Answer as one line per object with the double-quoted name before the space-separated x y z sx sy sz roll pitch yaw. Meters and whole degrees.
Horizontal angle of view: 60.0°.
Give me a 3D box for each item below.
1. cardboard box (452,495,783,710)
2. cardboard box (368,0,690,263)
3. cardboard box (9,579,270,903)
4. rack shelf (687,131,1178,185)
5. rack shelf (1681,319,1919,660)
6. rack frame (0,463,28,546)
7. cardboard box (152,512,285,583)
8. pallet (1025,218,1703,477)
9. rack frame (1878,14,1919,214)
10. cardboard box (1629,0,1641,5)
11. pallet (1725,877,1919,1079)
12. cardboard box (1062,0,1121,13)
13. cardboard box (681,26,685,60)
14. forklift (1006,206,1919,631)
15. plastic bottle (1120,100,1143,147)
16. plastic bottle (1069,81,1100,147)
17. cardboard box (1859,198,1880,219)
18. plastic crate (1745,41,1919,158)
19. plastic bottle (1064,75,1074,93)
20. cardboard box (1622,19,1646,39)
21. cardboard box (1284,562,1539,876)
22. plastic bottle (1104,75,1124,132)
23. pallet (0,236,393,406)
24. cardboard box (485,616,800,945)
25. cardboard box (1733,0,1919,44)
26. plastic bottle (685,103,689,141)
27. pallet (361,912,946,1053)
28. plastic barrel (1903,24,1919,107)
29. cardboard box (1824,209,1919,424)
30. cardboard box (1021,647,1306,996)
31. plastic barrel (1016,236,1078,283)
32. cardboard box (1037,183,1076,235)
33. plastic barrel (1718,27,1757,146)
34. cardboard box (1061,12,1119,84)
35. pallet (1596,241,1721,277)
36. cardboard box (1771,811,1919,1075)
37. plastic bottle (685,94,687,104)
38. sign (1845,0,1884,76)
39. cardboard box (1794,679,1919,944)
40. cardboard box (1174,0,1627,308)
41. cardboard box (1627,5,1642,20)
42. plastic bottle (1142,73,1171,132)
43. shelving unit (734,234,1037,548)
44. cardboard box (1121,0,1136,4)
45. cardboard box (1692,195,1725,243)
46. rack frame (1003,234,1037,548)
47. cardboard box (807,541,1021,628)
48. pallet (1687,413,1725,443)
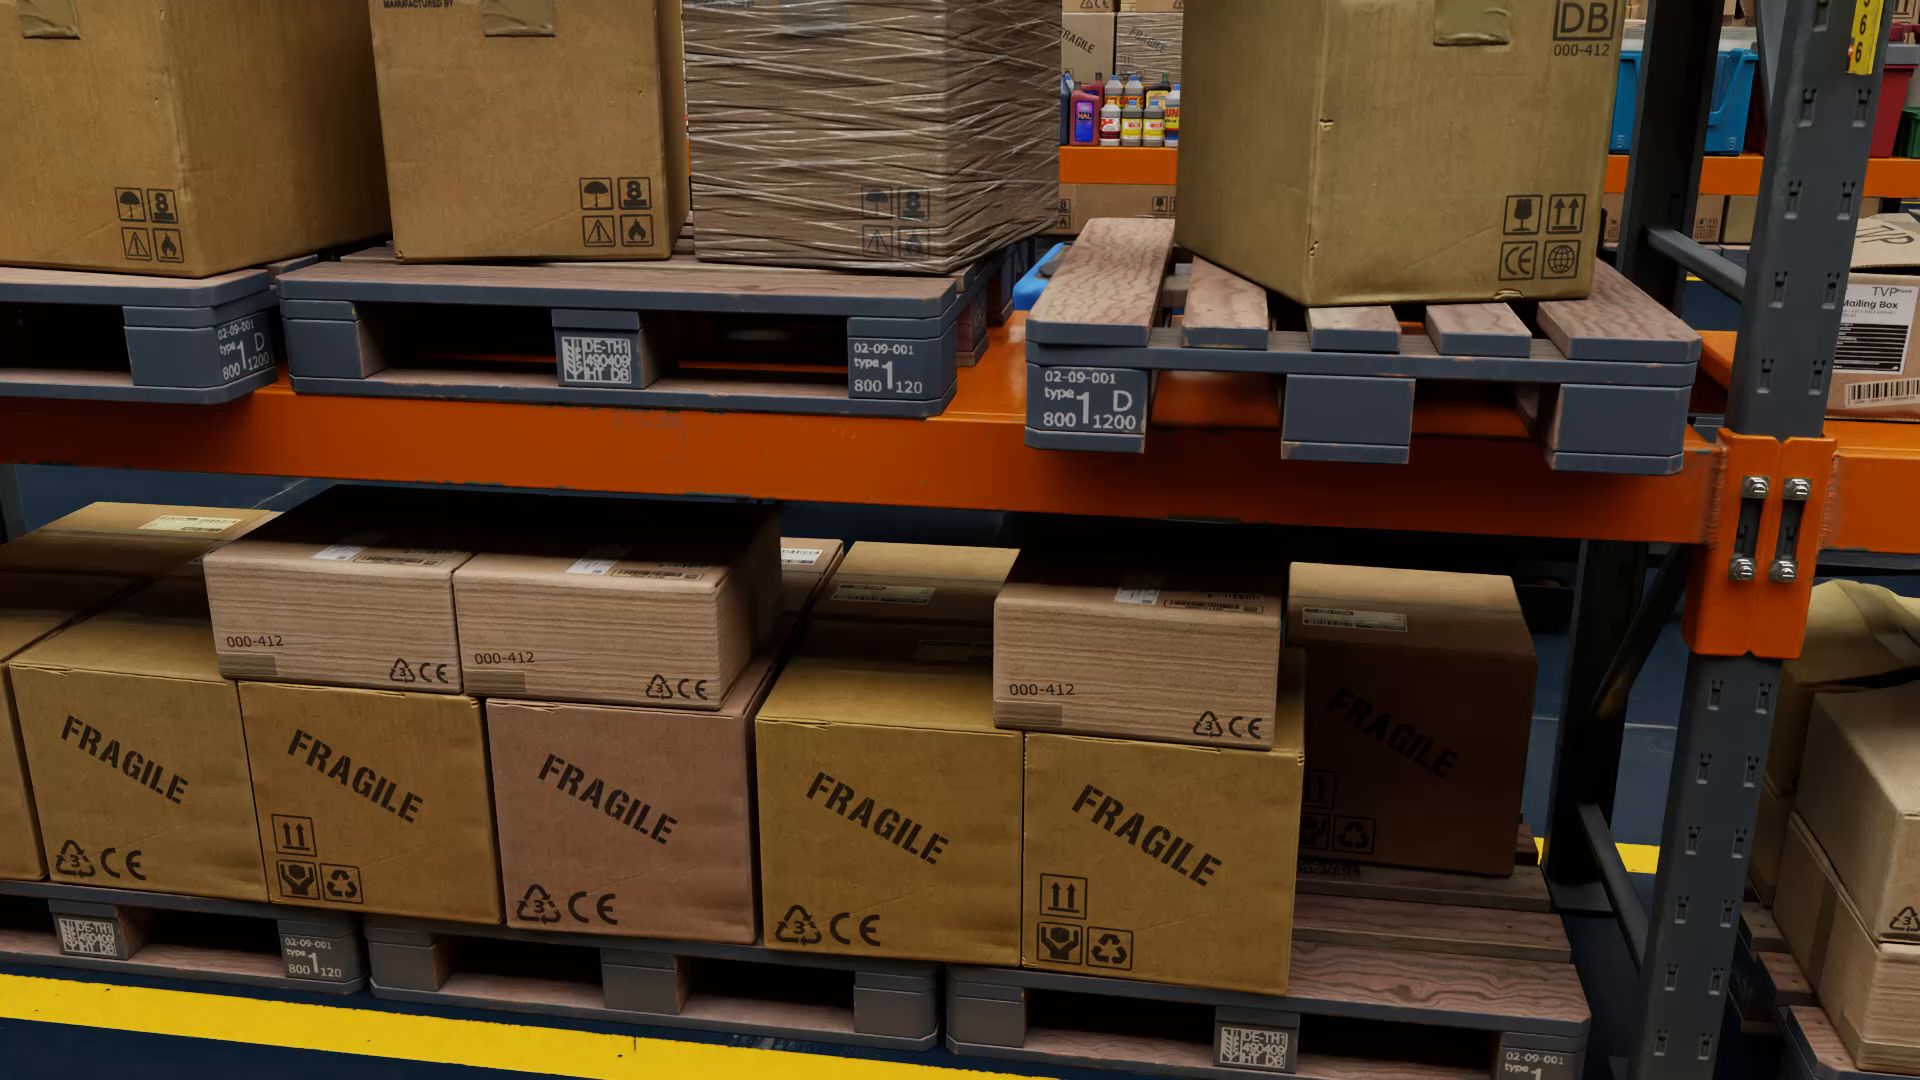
"cardboard box" -0.658 0.111 3.309 0.500 0.250 0.500 3 19 8
"cardboard box" -0.825 -0.864 3.337 0.500 0.500 0.700 -2 19 -5
"cardboard box" -1.612 0.414 3.584 0.500 0.500 0.500 3 19 9
"rack shelf" 0.185 -1.796 8.078 4.000 0.370 1.077 3 19 9
"rack shelf" 3.345 -0.043 2.839 4.000 0.370 1.077 3 19 9
"rack frame" -2.579 -0.687 3.628 0.127 3.000 1.000 3 19 9
"cardboard box" -1.560 0.253 4.066 0.500 0.500 0.500 3 19 9
"pallet" 0.690 -0.406 3.093 1.003 0.211 1.213 3 19 9
"rack frame" 6.894 -3.387 11.699 0.127 3.000 1.000 3 19 9
"cardboard box" 6.781 -5.506 16.298 0.500 0.500 0.700 3 19 8
"pallet" 2.177 0.891 3.308 1.213 0.211 1.003 3 19 9
"cardboard box" 0.919 -4.219 12.446 0.637 0.503 0.797 4 19 10
"cardboard box" -1.993 -3.825 12.775 0.500 0.250 0.500 3 19 10
"forklift" 1.730 -1.277 5.501 3.031 2.935 1.130 4 19 11
"plastic bottle" 0.777 -1.882 7.513 0.097 0.201 0.097 0 18 0
"plastic bottle" 0.564 -1.926 7.515 0.133 0.283 0.061 3 19 9
"cardboard box" 6.291 -2.448 12.139 0.500 0.500 0.700 1 19 4
"plastic crate" 3.706 -1.890 7.124 0.583 0.464 0.402 3 19 9
"plastic bottle" 0.533 -2.171 8.268 0.097 0.271 0.097 0 18 0
"cardboard box" 4.563 -3.560 11.791 0.500 0.250 0.500 2 19 7
"cardboard box" 0.966 0.379 3.689 0.500 0.500 0.500 4 19 11
"plastic bottle" 0.761 -2.160 8.234 0.097 0.271 0.097 0 18 0
"pallet" -1.808 -0.521 3.436 1.213 0.211 1.003 3 19 9
"cardboard box" -0.621 0.467 3.425 0.500 0.500 0.500 2 19 7
"cardboard box" 6.132 -3.955 11.788 1.000 1.000 1.000 3 19 9
"plastic bottle" -1.247 -1.985 7.822 0.097 0.201 0.097 0 18 0
"pallet" -0.562 0.726 3.802 1.213 0.211 1.003 3 19 9
"plastic barrel" 4.474 -2.054 7.500 0.433 0.535 0.433 0 18 0
"cardboard box" 1.722 -0.411 2.945 0.500 0.311 0.500 4 19 12
"cardboard box" 0.409 0.518 3.274 0.500 0.500 0.500 4 19 11
"plastic barrel" 0.559 -1.169 8.207 0.708 0.588 0.600 3 19 9
"cardboard box" 0.513 -2.911 12.962 0.875 0.875 1.225 2 19 7
"plastic barrel" 3.625 -2.084 7.628 0.421 0.512 0.421 0 18 0
"cardboard box" 0.912 -3.661 12.360 0.500 0.500 0.500 3 19 10
"pallet" 4.917 -2.164 12.439 1.213 0.211 1.003 3 19 9
"cardboard box" 1.840 0.738 3.042 0.500 0.250 0.500 3 19 8
"plastic bottle" -1.351 -2.185 8.420 0.097 0.201 0.097 0 18 0
"sign" 1.293 -0.826 2.345 0.005 0.325 0.100 3 19 9
"cardboard box" 1.840 0.472 2.953 0.500 0.311 0.500 4 19 11
"cardboard box" 0.730 -0.728 2.933 0.500 0.500 0.700 -3 19 -10
"cardboard box" 6.724 -4.951 16.217 0.500 0.500 0.500 3 19 8
"plastic bottle" 0.974 -2.161 8.217 0.133 0.283 0.061 3 19 9
"shelving unit" -0.278 -0.735 6.137 1.048 1.500 0.538 4 19 11
"cardboard box" 1.742 -5.460 16.690 0.250 0.149 0.380 3 19 10
"cardboard box" 5.271 -2.506 12.312 0.500 0.500 0.700 1 19 4
"rack frame" 0.220 -0.703 6.040 0.032 1.500 0.500 4 19 11
"cardboard box" -0.046 0.328 3.843 0.500 0.500 0.500 3 19 8
"pallet" 2.918 -0.663 7.953 1.213 0.211 1.003 3 19 9
